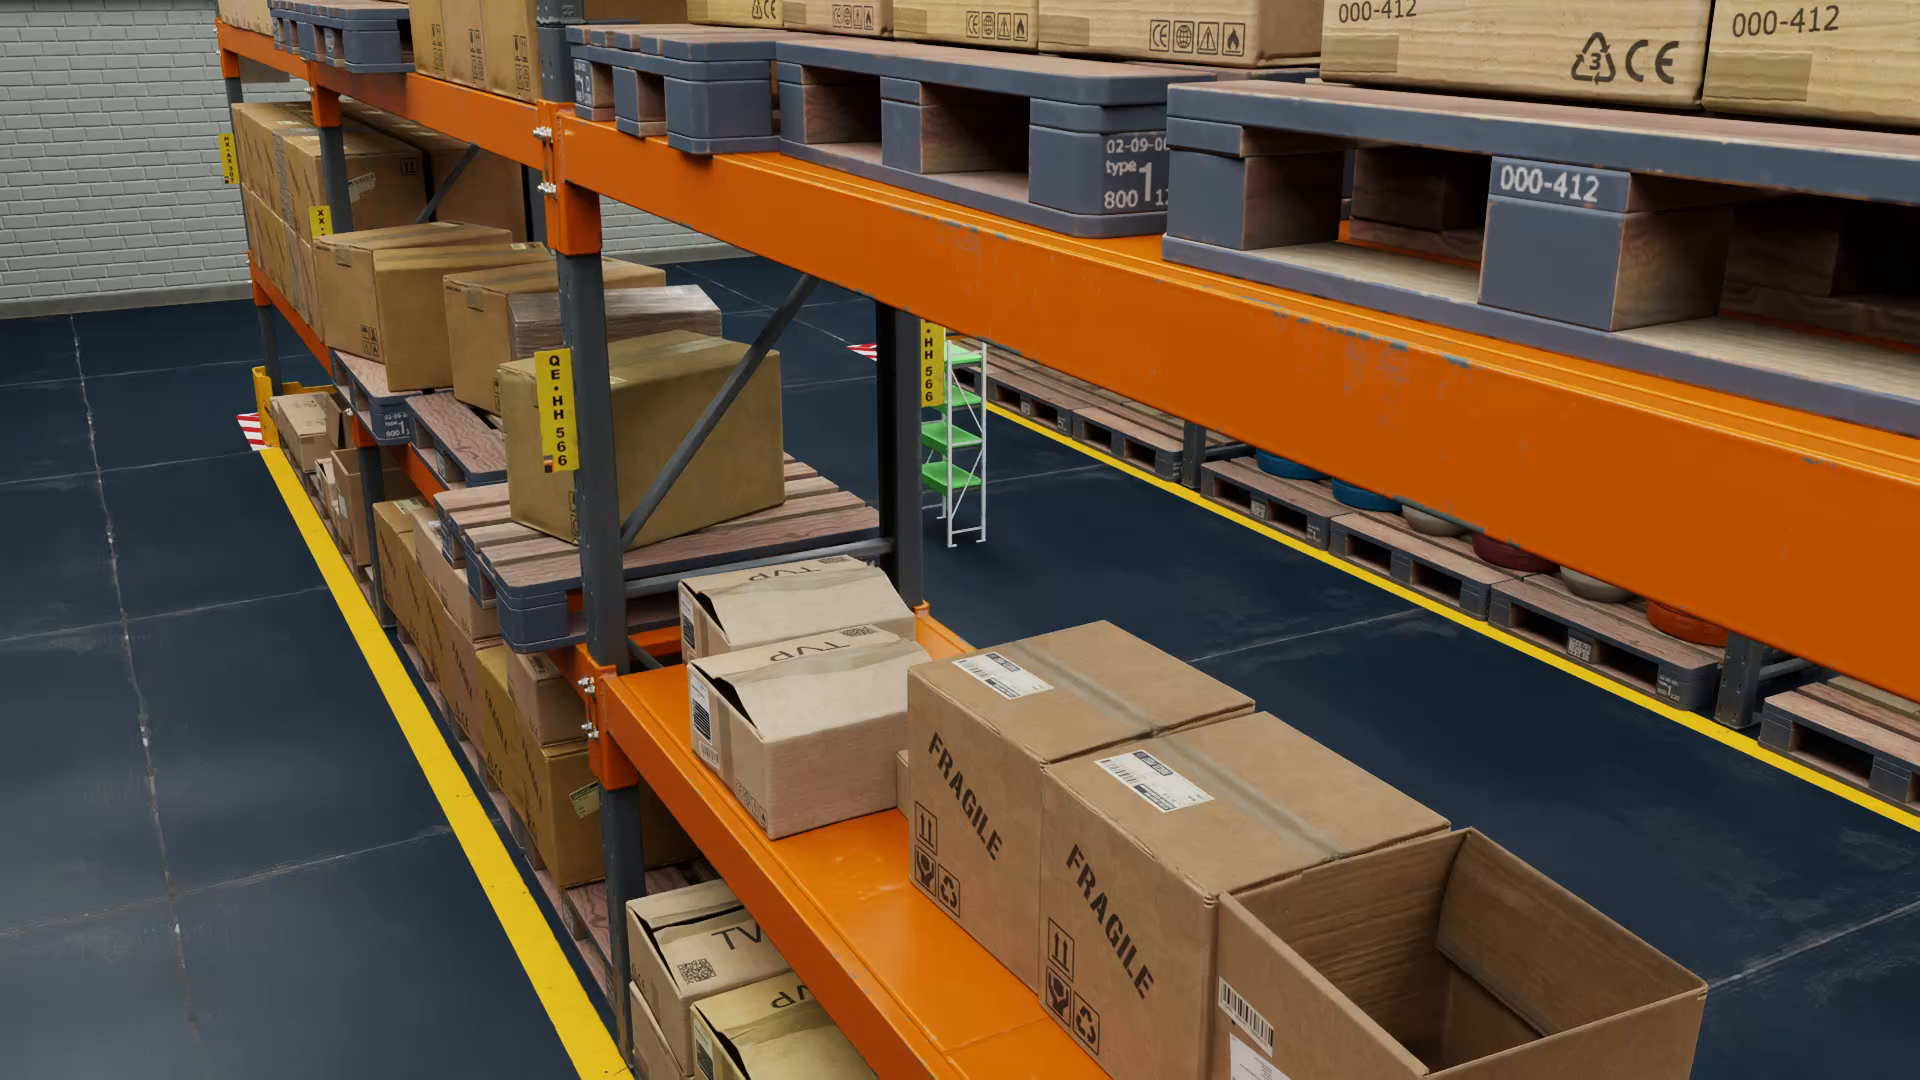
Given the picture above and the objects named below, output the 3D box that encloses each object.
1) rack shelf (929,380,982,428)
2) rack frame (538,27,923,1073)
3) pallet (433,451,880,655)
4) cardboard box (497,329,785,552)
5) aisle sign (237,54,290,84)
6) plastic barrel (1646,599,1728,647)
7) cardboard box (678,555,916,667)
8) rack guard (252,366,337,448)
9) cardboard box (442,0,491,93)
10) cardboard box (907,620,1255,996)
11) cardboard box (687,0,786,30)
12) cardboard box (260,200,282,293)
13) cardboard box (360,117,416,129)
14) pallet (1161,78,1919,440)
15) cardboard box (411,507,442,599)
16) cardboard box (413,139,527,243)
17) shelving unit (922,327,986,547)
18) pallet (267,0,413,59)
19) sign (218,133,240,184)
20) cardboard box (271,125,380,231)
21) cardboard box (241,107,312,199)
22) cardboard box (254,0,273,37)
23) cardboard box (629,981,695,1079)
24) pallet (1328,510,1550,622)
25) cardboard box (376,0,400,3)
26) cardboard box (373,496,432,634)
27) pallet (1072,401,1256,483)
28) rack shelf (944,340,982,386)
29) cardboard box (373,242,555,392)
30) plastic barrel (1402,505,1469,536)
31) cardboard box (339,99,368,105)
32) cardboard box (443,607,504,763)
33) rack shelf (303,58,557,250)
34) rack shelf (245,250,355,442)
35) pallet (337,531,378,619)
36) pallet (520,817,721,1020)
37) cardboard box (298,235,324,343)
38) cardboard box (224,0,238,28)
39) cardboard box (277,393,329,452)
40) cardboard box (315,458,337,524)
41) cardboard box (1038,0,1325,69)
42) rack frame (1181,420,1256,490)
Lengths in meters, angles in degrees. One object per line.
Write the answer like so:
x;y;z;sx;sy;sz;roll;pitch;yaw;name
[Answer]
-0.079;-0.781;9.516;0.258;0.148;0.480;-10;21;-27;rack shelf
-0.578;0.086;4.782;1.000;3.000;0.127;-10;21;-27;rack frame
-0.962;-0.007;5.346;1.213;0.211;1.003;-10;21;-27;pallet
-0.977;-0.323;5.171;0.500;0.500;0.700;16;25;39;cardboard box
-4.668;-3.413;10.939;0.394;0.787;0.004;-10;21;-27;aisle sign
3.535;0.010;7.688;0.600;0.830;0.708;-10;21;-27;plastic barrel
-0.444;0.240;4.475;0.500;0.311;0.500;-9;21;-23;cardboard box
-4.341;-1.007;11.782;1.175;0.500;0.348;-10;21;-27;rack guard
-1.057;-1.645;5.049;0.910;0.500;0.500;-10;21;-27;cardboard box
0.233;0.518;3.377;0.500;0.500;0.500;-11;22;-30;cardboard box
-0.313;-1.338;3.897;0.500;0.250;0.500;-12;22;-31;cardboard box
-3.913;-1.797;10.088;0.500;0.500;0.500;-10;21;-27;cardboard box
-3.189;-2.204;9.735;0.500;0.500;0.500;-9;21;-25;cardboard box
0.891;-0.344;1.725;0.805;0.209;1.217;-11;22;-29;pallet
-1.988;0.021;6.980;0.500;0.250;0.500;-10;21;-27;cardboard box
-2.454;-1.761;8.449;0.500;0.500;0.500;-9;21;-25;cardboard box
-0.079;-0.615;9.573;0.258;1.200;0.503;-10;21;-27;shelving unit
-2.230;-2.193;7.077;1.213;0.211;1.003;-10;21;-27;pallet
-4.855;-2.535;11.053;0.100;0.325;0.005;-10;21;-27;sign
-3.431;-1.978;9.079;0.500;0.500;0.500;-10;21;-26;cardboard box
-4.144;-2.413;10.339;0.500;0.500;0.500;-10;21;-26;cardboard box
-3.416;-2.795;8.763;0.500;0.250;0.500;-10;21;-27;cardboard box
-0.588;1.384;4.595;0.500;0.250;0.500;-10;21;-27;cardboard box
2.796;0.069;9.108;1.003;0.211;1.213;-10;21;-27;pallet
-1.966;-2.428;6.522;0.600;0.600;0.600;-10;22;-27;cardboard box
-2.463;0.088;7.934;0.500;0.500;0.500;-11;22;-29;cardboard box
1.500;-0.715;11.380;1.003;0.211;1.213;-10;21;-27;pallet
-0.079;-1.008;9.438;0.258;0.148;0.480;-10;21;-27;rack shelf
-2.067;-0.949;6.987;0.700;0.500;0.500;-6;20;-18;cardboard box
2.652;-0.312;9.109;0.421;0.512;0.421;0;19;0;plastic barrel
-3.924;-2.645;11.012;0.500;0.500;0.500;-10;22;-27;cardboard box
-1.729;0.530;6.655;0.500;0.500;0.500;-11;22;-29;cardboard box
-1.528;-1.566;6.074;1.077;0.370;4.000;-10;21;-27;rack shelf
-3.428;-1.296;9.891;1.077;0.370;4.000;-10;21;-27;rack shelf
-2.803;0.059;9.137;1.003;0.211;1.213;-10;21;-27;pallet
-0.900;1.184;5.875;1.003;0.211;1.213;-10;21;-27;pallet
-3.187;-1.361;8.823;0.500;0.500;0.500;-9;21;-25;cardboard box
-4.131;-3.225;10.010;0.500;0.250;0.500;-10;21;-27;cardboard box
-4.131;-0.775;10.819;0.500;0.250;0.500;-10;21;-27;cardboard box
-3.354;-0.334;9.447;0.500;0.311;0.500;-10;21;-27;cardboard box
0.467;-0.869;2.539;0.500;0.250;0.500;-12;22;-31;cardboard box
1.883;-1.828;10.330;1.000;3.000;0.127;-10;21;-27;rack frame
